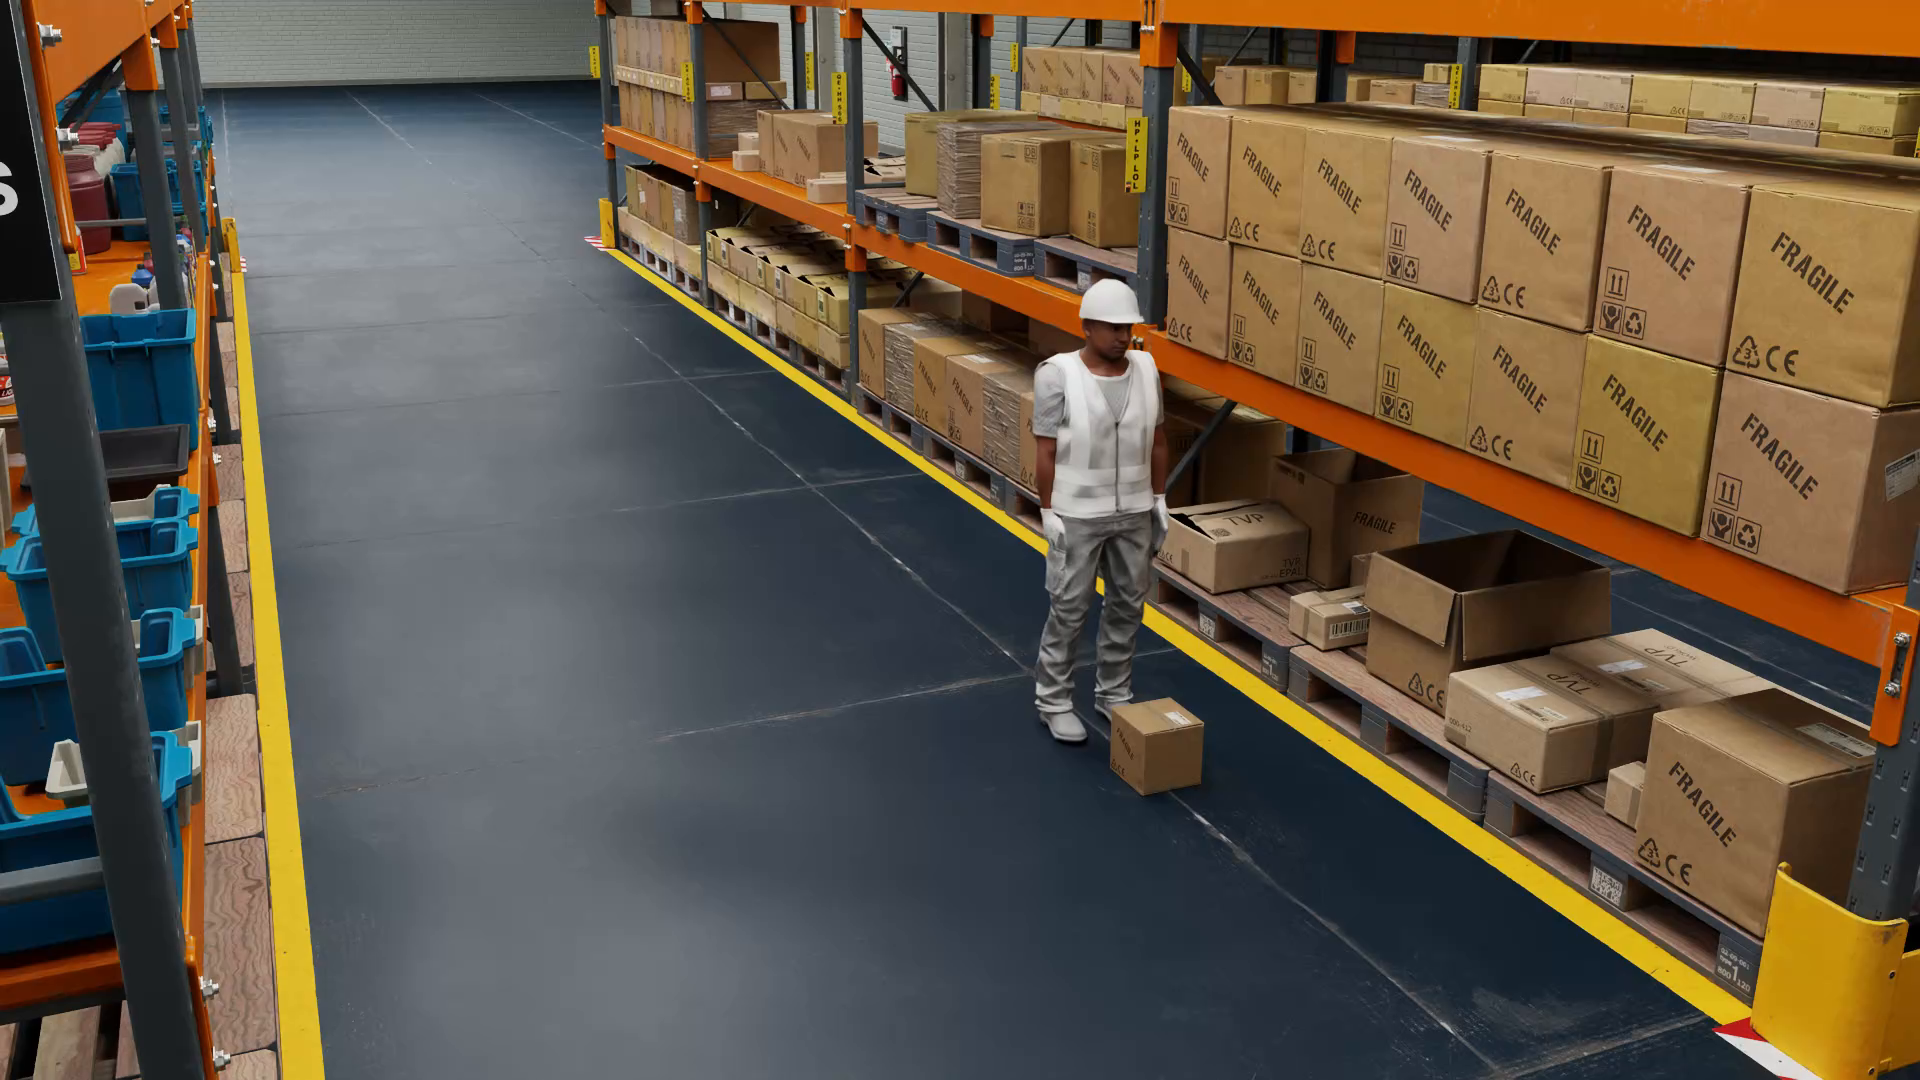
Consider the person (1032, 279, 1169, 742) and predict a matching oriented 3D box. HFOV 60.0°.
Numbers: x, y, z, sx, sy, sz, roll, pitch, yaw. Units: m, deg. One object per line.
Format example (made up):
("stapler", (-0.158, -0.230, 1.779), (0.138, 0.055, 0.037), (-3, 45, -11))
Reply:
("person", (0.545, -0.111, 6.366), (0.547, 1.777, 0.354), (-7, 20, -21))
